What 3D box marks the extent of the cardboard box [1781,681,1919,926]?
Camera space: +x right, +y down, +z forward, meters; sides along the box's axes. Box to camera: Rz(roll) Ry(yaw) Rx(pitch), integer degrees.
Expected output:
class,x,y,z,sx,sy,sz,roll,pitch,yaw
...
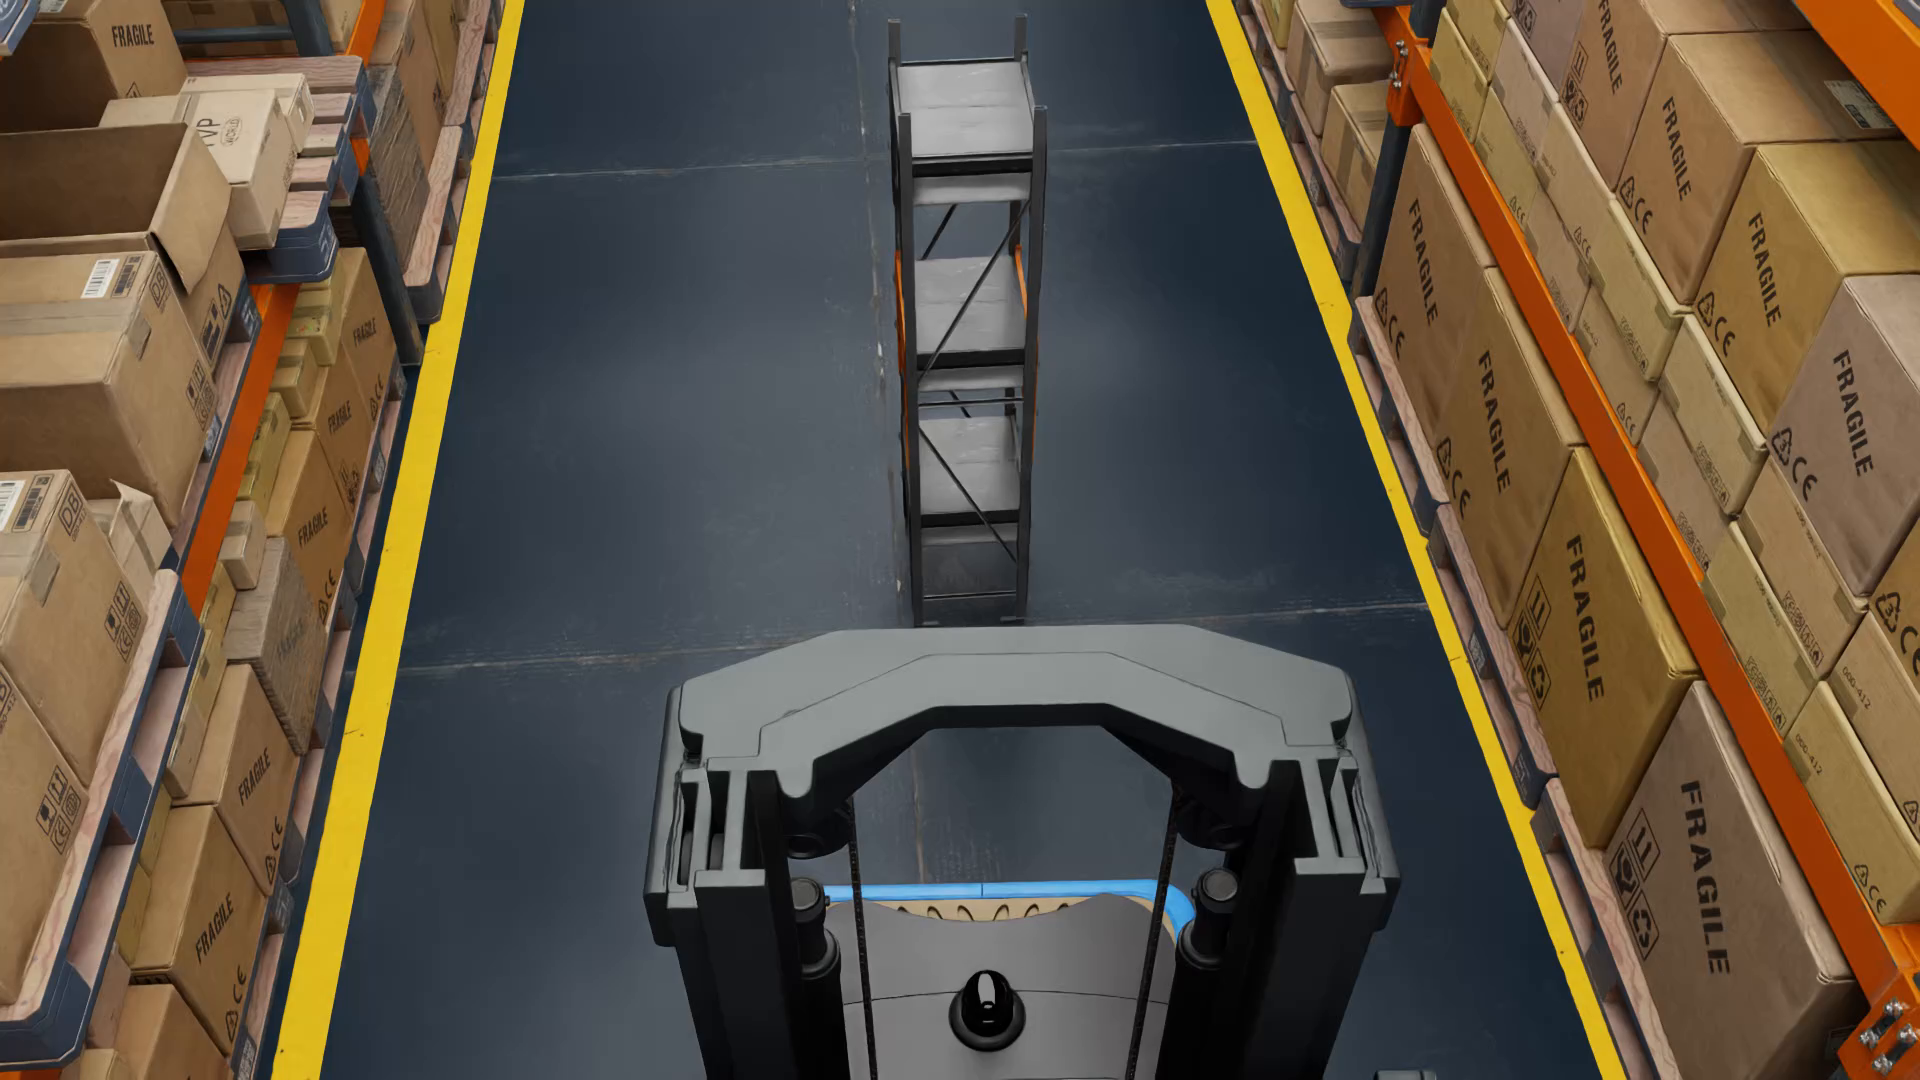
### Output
class,x,y,z,sx,sy,sz,roll,pitch,yaw
cardboard box,2.242,0.567,3.751,0.500,0.250,0.500,-4,47,-4

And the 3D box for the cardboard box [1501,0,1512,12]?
class,x,y,z,sx,sy,sz,roll,pitch,yaw
cardboard box,1.993,-2.076,5.393,0.500,0.500,0.500,-5,47,-5

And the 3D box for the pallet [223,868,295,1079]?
class,x,y,z,sx,sy,sz,roll,pitch,yaw
pallet,-2.521,1.502,4.683,1.003,0.211,1.213,-3,47,-3

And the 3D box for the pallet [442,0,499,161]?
class,x,y,z,sx,sy,sz,roll,pitch,yaw
pallet,-2.879,-2.285,8.269,1.003,0.211,1.213,-3,47,-3

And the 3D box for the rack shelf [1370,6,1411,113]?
class,x,y,z,sx,sy,sz,roll,pitch,yaw
rack shelf,2.028,-3.269,7.776,1.077,0.370,4.000,-3,47,-3

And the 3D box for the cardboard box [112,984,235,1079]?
class,x,y,z,sx,sy,sz,roll,pitch,yaw
cardboard box,-2.232,1.480,4.214,0.500,0.500,0.500,-2,47,-2

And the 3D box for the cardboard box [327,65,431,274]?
class,x,y,z,sx,sy,sz,roll,pitch,yaw
cardboard box,-2.789,-1.545,6.994,0.875,0.625,0.625,-2,47,-2

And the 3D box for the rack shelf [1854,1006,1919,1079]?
class,x,y,z,sx,sy,sz,roll,pitch,yaw
rack shelf,2.698,2.519,2.294,1.077,0.370,4.000,-3,47,-3

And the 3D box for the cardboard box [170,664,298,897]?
class,x,y,z,sx,sy,sz,roll,pitch,yaw
cardboard box,-2.323,0.734,4.921,0.500,0.500,0.500,-5,47,-4

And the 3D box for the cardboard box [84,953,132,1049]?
class,x,y,z,sx,sy,sz,roll,pitch,yaw
cardboard box,-2.280,1.150,4.081,0.380,0.149,0.250,-5,47,-4

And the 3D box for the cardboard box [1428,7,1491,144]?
class,x,y,z,sx,sy,sz,roll,pitch,yaw
cardboard box,1.986,-1.649,5.849,0.500,0.250,0.500,-4,47,-4

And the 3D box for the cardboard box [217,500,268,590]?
class,x,y,z,sx,sy,sz,roll,pitch,yaw
cardboard box,-2.373,0.030,5.141,0.380,0.149,0.250,-6,47,-5

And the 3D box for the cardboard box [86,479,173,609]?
class,x,y,z,sx,sy,sz,roll,pitch,yaw
cardboard box,-2.149,0.002,3.985,0.396,0.266,0.258,-1,47,-1

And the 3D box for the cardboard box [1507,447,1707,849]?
class,x,y,z,sx,sy,sz,roll,pitch,yaw
cardboard box,2.316,0.314,5.061,0.875,0.875,0.875,-2,47,-2

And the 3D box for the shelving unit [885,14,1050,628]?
class,x,y,z,sx,sy,sz,roll,pitch,yaw
shelving unit,0.014,-0.602,5.374,0.431,2.100,0.503,-3,47,-3

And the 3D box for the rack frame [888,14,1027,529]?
class,x,y,z,sx,sy,sz,roll,pitch,yaw
rack frame,-0.007,-0.779,5.541,0.400,2.100,0.015,-3,47,-3

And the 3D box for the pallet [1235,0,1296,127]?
class,x,y,z,sx,sy,sz,roll,pitch,yaw
pallet,2.033,-2.557,8.526,1.003,0.211,1.213,-3,47,-3

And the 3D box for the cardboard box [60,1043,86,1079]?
class,x,y,z,sx,sy,sz,roll,pitch,yaw
cardboard box,-2.241,1.247,3.784,0.380,0.149,0.250,-4,47,-4

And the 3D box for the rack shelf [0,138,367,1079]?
class,x,y,z,sx,sy,sz,roll,pitch,yaw
rack shelf,-2.583,-0.071,4.747,1.077,0.370,4.000,-3,47,-3

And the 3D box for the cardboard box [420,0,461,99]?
class,x,y,z,sx,sy,sz,roll,pitch,yaw
cardboard box,-2.908,-2.505,7.902,0.875,0.625,0.625,-5,47,-5

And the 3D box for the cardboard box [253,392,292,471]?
class,x,y,z,sx,sy,sz,roll,pitch,yaw
cardboard box,-2.448,-0.349,5.500,0.380,0.149,0.250,-2,47,-2

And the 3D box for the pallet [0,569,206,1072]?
class,x,y,z,sx,sy,sz,roll,pitch,yaw
pallet,-2.373,0.610,3.738,1.003,0.211,1.213,-3,47,-3

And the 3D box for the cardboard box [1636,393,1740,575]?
class,x,y,z,sx,sy,sz,roll,pitch,yaw
cardboard box,2.177,-0.168,4.446,0.500,0.250,0.500,-5,47,-4

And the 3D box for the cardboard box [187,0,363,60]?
class,x,y,z,sx,sy,sz,roll,pitch,yaw
cardboard box,-2.544,-2.050,6.228,0.500,0.250,0.500,-3,47,-3

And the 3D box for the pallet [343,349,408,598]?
class,x,y,z,sx,sy,sz,roll,pitch,yaw
pallet,-2.725,-0.264,6.355,1.003,0.211,1.213,-3,47,-3

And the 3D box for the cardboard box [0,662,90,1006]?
class,x,y,z,sx,sy,sz,roll,pitch,yaw
cardboard box,-2.233,0.586,3.271,0.700,0.500,0.500,-2,47,-2

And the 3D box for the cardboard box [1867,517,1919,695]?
class,x,y,z,sx,sy,sz,roll,pitch,yaw
cardboard box,2.243,0.138,3.296,0.500,0.500,0.500,-2,47,-2

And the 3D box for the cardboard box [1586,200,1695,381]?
class,x,y,z,sx,sy,sz,roll,pitch,yaw
cardboard box,2.093,-0.705,4.611,0.500,0.250,0.500,-3,47,-3

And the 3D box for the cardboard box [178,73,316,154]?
class,x,y,z,sx,sy,sz,roll,pitch,yaw
cardboard box,-2.313,-1.371,5.367,0.380,0.149,0.250,-3,47,-3

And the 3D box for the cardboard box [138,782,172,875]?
class,x,y,z,sx,sy,sz,roll,pitch,yaw
cardboard box,-2.350,0.767,4.443,0.380,0.149,0.250,-4,47,-4

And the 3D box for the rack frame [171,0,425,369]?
class,x,y,z,sx,sy,sz,roll,pitch,yaw
rack frame,-2.750,-1.765,5.856,1.000,3.000,0.127,-3,47,-3

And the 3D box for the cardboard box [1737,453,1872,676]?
class,x,y,z,sx,sy,sz,roll,pitch,yaw
cardboard box,2.202,0.039,3.906,0.500,0.250,0.500,-2,47,-2

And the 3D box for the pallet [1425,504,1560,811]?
class,x,y,z,sx,sy,sz,roll,pitch,yaw
pallet,2.286,0.345,5.778,1.003,0.211,1.213,-3,47,-3

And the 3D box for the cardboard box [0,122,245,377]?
class,x,y,z,sx,sy,sz,roll,pitch,yaw
cardboard box,-2.429,-0.775,4.558,0.797,0.503,0.637,-4,47,-4

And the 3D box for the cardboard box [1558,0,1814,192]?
class,x,y,z,sx,sy,sz,roll,pitch,yaw
cardboard box,2.072,-1.343,4.698,0.500,0.500,0.500,-2,47,-2

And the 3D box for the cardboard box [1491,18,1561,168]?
class,x,y,z,sx,sy,sz,roll,pitch,yaw
cardboard box,2.034,-1.434,5.301,0.500,0.250,0.500,-2,47,-2

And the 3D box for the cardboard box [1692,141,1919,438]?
class,x,y,z,sx,sy,sz,roll,pitch,yaw
cardboard box,2.169,-0.604,3.998,0.500,0.500,0.500,-2,47,-2

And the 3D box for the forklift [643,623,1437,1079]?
class,x,y,z,sx,sy,sz,roll,pitch,yaw
forklift,0.087,1.627,2.690,1.130,2.935,3.031,-1,47,-1

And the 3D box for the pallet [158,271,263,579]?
class,x,y,z,sx,sy,sz,roll,pitch,yaw
pallet,-2.583,-0.292,4.593,1.003,0.211,1.213,-3,47,-3

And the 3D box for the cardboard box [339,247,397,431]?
class,x,y,z,sx,sy,sz,roll,pitch,yaw
cardboard box,-2.501,-0.757,6.334,0.500,0.500,0.500,-2,47,-2

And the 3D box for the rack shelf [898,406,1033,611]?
class,x,y,z,sx,sy,sz,roll,pitch,yaw
rack shelf,0.014,-0.112,5.892,0.431,0.518,0.480,-3,47,-3

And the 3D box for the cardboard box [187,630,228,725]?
class,x,y,z,sx,sy,sz,roll,pitch,yaw
cardboard box,-2.352,0.404,4.787,0.380,0.149,0.250,-2,47,-2

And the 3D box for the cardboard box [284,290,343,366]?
class,x,y,z,sx,sy,sz,roll,pitch,yaw
cardboard box,-2.403,-0.736,5.866,0.380,0.149,0.250,-6,47,-5

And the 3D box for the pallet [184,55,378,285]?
class,x,y,z,sx,sy,sz,roll,pitch,yaw
pallet,-2.624,-1.213,5.465,1.213,0.211,1.003,-3,47,-3

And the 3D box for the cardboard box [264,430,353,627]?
class,x,y,z,sx,sy,sz,roll,pitch,yaw
cardboard box,-2.423,-0.016,5.632,0.500,0.500,0.500,-2,47,-2

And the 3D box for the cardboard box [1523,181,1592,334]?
class,x,y,z,sx,sy,sz,roll,pitch,yaw
cardboard box,2.085,-0.898,5.138,0.500,0.250,0.500,-2,47,-2

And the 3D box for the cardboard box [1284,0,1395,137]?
class,x,y,z,sx,sy,sz,roll,pitch,yaw
cardboard box,2.089,-2.253,7.839,0.950,0.372,0.625,-4,47,-4

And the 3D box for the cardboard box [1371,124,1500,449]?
class,x,y,z,sx,sy,sz,roll,pitch,yaw
cardboard box,2.171,-0.979,6.285,0.875,0.875,0.875,-4,47,-4
